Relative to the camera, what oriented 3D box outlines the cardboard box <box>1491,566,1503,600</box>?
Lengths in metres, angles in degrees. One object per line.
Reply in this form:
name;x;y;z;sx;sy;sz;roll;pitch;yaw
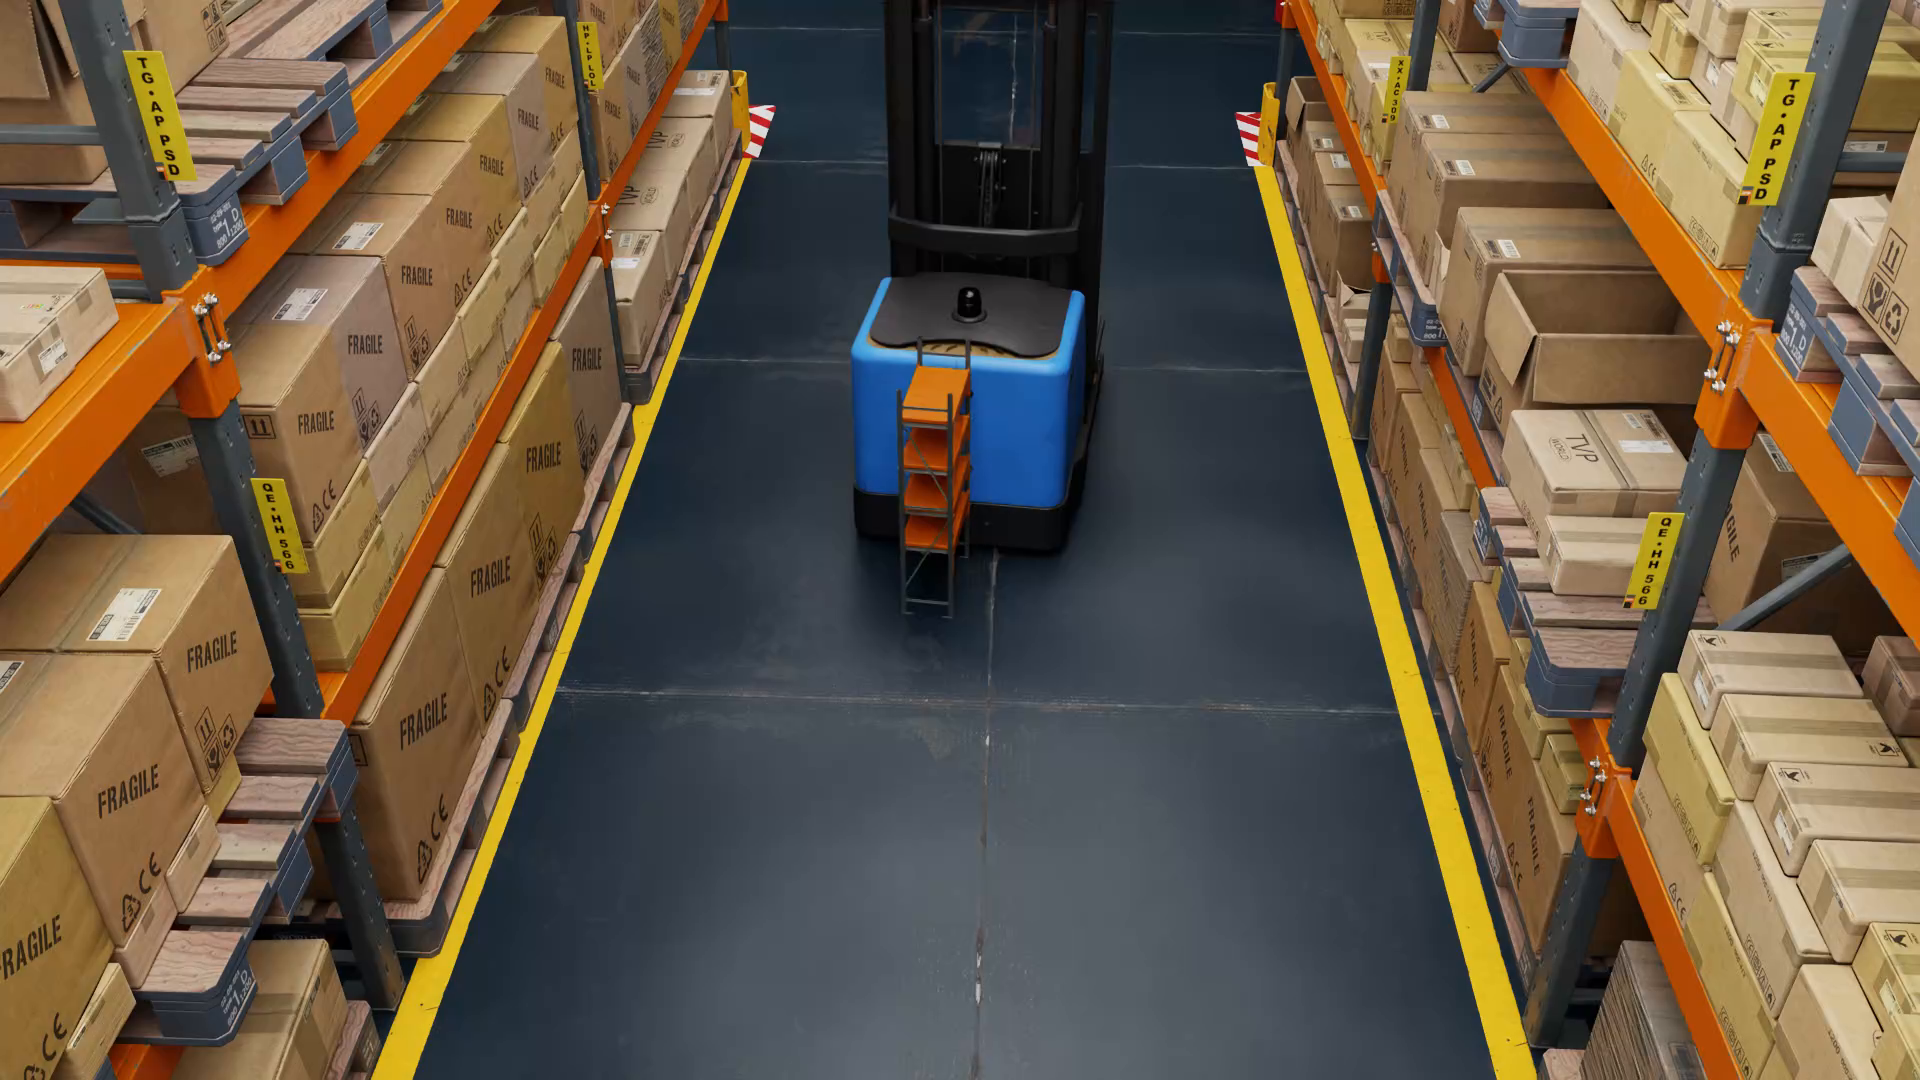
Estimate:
cardboard box;2.337;0.203;6.597;0.380;0.149;0.250;1;35;1

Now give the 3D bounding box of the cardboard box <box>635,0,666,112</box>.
cardboard box;-1.998;-2.781;9.511;0.500;0.500;0.500;2;35;2

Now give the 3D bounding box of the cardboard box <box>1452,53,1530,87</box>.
cardboard box;2.934;-2.416;8.951;0.500;0.250;0.500;1;35;1

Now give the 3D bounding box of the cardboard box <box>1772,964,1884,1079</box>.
cardboard box;2.148;1.203;3.625;0.500;0.250;0.500;0;35;1

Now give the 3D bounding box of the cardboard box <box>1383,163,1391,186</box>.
cardboard box;2.391;-1.875;8.528;0.380;0.149;0.250;2;35;3

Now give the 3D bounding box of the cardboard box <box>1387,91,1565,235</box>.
cardboard box;2.388;-1.729;7.649;0.700;0.500;0.500;2;35;3

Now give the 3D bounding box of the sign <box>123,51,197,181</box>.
sign;-1.948;-1.028;4.046;0.100;0.325;0.005;1;35;2

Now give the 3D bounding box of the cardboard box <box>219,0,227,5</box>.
cardboard box;-2.709;-2.063;5.515;0.500;0.500;0.500;2;35;2

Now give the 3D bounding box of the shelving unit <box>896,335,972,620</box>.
shelving unit;-0.113;-0.275;7.598;0.258;1.200;0.503;5;35;7

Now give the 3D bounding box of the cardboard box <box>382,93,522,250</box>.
cardboard box;-2.149;-1.501;6.820;0.500;0.500;0.500;2;35;3

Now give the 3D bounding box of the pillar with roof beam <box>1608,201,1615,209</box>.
pillar with roof beam;-0.742;-4.722;7.143;9.100;9.000;0.400;1;35;2

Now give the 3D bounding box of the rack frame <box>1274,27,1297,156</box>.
rack frame;2.791;-4.087;11.457;1.000;3.000;0.127;1;35;2

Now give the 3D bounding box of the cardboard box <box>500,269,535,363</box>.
cardboard box;-2.156;-0.995;7.187;0.500;0.250;0.500;0;35;1

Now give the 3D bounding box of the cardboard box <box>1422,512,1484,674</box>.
cardboard box;2.324;0.225;7.130;0.500;0.500;0.500;0;35;0

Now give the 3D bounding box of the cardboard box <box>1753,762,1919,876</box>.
cardboard box;2.169;0.681;4.022;0.380;0.149;0.250;2;35;3

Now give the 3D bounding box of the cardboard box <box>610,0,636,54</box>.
cardboard box;-2.041;-2.910;8.825;0.500;0.500;0.500;1;35;1

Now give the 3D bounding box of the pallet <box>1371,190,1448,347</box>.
pallet;2.490;-1.254;7.592;1.003;0.211;1.213;1;35;2

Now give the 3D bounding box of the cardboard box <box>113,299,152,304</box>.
cardboard box;-2.718;-0.651;5.612;0.500;0.500;0.500;2;35;3

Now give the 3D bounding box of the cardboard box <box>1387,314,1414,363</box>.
cardboard box;2.351;-1.004;8.314;0.380;0.149;0.250;3;35;4

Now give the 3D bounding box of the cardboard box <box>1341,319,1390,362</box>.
cardboard box;2.360;-1.121;9.351;0.380;0.149;0.250;0;35;0

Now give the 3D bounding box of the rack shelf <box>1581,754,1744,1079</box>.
rack shelf;2.390;1.952;3.489;1.077;0.370;4.000;1;35;2

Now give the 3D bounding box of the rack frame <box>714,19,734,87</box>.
rack frame;-2.168;-4.200;11.617;1.000;3.000;0.127;1;35;2

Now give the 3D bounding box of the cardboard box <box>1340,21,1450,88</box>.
cardboard box;2.446;-2.722;9.386;0.500;0.250;0.500;1;35;2

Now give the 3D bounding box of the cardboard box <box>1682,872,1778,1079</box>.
cardboard box;2.183;1.109;4.194;0.500;0.250;0.500;1;35;1

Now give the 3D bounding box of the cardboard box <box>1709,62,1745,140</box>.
cardboard box;2.274;-1.178;4.492;0.380;0.149;0.250;1;35;1

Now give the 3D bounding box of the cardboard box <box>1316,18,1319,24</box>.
cardboard box;2.493;-3.359;10.639;0.380;0.149;0.250;2;35;3

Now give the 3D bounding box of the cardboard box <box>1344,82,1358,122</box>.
cardboard box;2.386;-2.473;9.378;0.380;0.149;0.250;1;35;1

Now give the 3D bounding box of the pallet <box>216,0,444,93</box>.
pallet;-2.475;-1.767;5.711;1.003;0.211;1.213;3;35;4

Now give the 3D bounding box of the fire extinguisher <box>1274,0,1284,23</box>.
fire extinguisher;2.336;-3.998;11.722;0.296;0.674;0.183;1;35;2

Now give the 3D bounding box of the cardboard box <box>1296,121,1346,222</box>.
cardboard box;2.599;-2.397;10.860;0.700;0.500;0.500;3;35;4

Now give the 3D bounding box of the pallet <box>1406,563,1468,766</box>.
pallet;2.590;0.523;7.323;1.003;0.211;1.213;1;35;2

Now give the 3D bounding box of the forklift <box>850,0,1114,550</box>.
forklift;0.221;-1.989;8.531;1.130;2.935;3.031;5;35;7

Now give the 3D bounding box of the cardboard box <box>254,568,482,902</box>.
cardboard box;-2.379;0.699;6.129;0.875;0.875;0.875;1;35;1

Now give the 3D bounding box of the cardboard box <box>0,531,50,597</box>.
cardboard box;-2.739;0.315;4.482;0.500;0.500;0.500;0;35;1

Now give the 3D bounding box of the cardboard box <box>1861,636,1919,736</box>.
cardboard box;2.659;0.394;4.429;0.380;0.149;0.250;2;35;3

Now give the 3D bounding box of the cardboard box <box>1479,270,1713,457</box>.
cardboard box;2.351;-0.647;6.107;0.797;0.503;0.637;1;35;1

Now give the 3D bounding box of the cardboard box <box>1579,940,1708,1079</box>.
cardboard box;2.431;1.667;4.970;0.875;0.625;0.625;2;35;3

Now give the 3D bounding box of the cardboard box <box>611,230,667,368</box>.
cardboard box;-2.197;-1.383;9.473;0.875;0.438;0.875;1;35;1

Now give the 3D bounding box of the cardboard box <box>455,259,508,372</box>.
cardboard box;-2.135;-0.906;6.626;0.500;0.250;0.500;2;35;3

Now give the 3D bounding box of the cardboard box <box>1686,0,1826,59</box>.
cardboard box;2.265;-1.448;4.619;0.380;0.149;0.250;0;35;0

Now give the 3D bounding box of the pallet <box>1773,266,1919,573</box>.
pallet;2.532;-0.249;3.551;1.213;0.211;1.003;3;35;4

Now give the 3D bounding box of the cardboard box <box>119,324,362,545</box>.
cardboard box;-2.226;-0.331;5.156;0.500;0.500;0.500;0;35;0

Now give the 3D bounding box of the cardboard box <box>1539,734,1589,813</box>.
cardboard box;2.237;0.805;5.740;0.380;0.149;0.250;0;35;0

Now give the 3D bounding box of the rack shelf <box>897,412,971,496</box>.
rack shelf;-0.113;-0.403;7.508;0.258;0.148;0.480;5;35;7

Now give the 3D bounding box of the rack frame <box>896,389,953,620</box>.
rack frame;-0.151;-0.137;7.401;0.240;1.200;0.015;5;35;7

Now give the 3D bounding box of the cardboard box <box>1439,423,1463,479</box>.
cardboard box;2.373;-0.394;7.447;0.380;0.149;0.250;1;35;2

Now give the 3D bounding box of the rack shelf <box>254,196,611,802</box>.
rack shelf;-2.409;-0.458;6.919;1.077;0.370;4.000;1;35;2

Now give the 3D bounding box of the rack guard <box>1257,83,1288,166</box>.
rack guard;2.788;-3.021;12.114;1.175;0.500;0.348;1;35;2

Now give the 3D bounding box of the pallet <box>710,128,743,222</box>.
pallet;-2.122;-2.598;11.763;1.003;0.211;1.213;1;35;2

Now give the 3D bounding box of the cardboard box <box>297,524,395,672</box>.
cardboard box;-2.219;0.183;5.512;0.500;0.250;0.500;1;35;1

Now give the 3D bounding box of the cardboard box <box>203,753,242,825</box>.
cardboard box;-2.206;0.677;4.531;0.380;0.149;0.250;2;35;3

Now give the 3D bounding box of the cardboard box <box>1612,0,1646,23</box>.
cardboard box;2.322;-1.768;5.332;0.380;0.149;0.250;2;35;3
